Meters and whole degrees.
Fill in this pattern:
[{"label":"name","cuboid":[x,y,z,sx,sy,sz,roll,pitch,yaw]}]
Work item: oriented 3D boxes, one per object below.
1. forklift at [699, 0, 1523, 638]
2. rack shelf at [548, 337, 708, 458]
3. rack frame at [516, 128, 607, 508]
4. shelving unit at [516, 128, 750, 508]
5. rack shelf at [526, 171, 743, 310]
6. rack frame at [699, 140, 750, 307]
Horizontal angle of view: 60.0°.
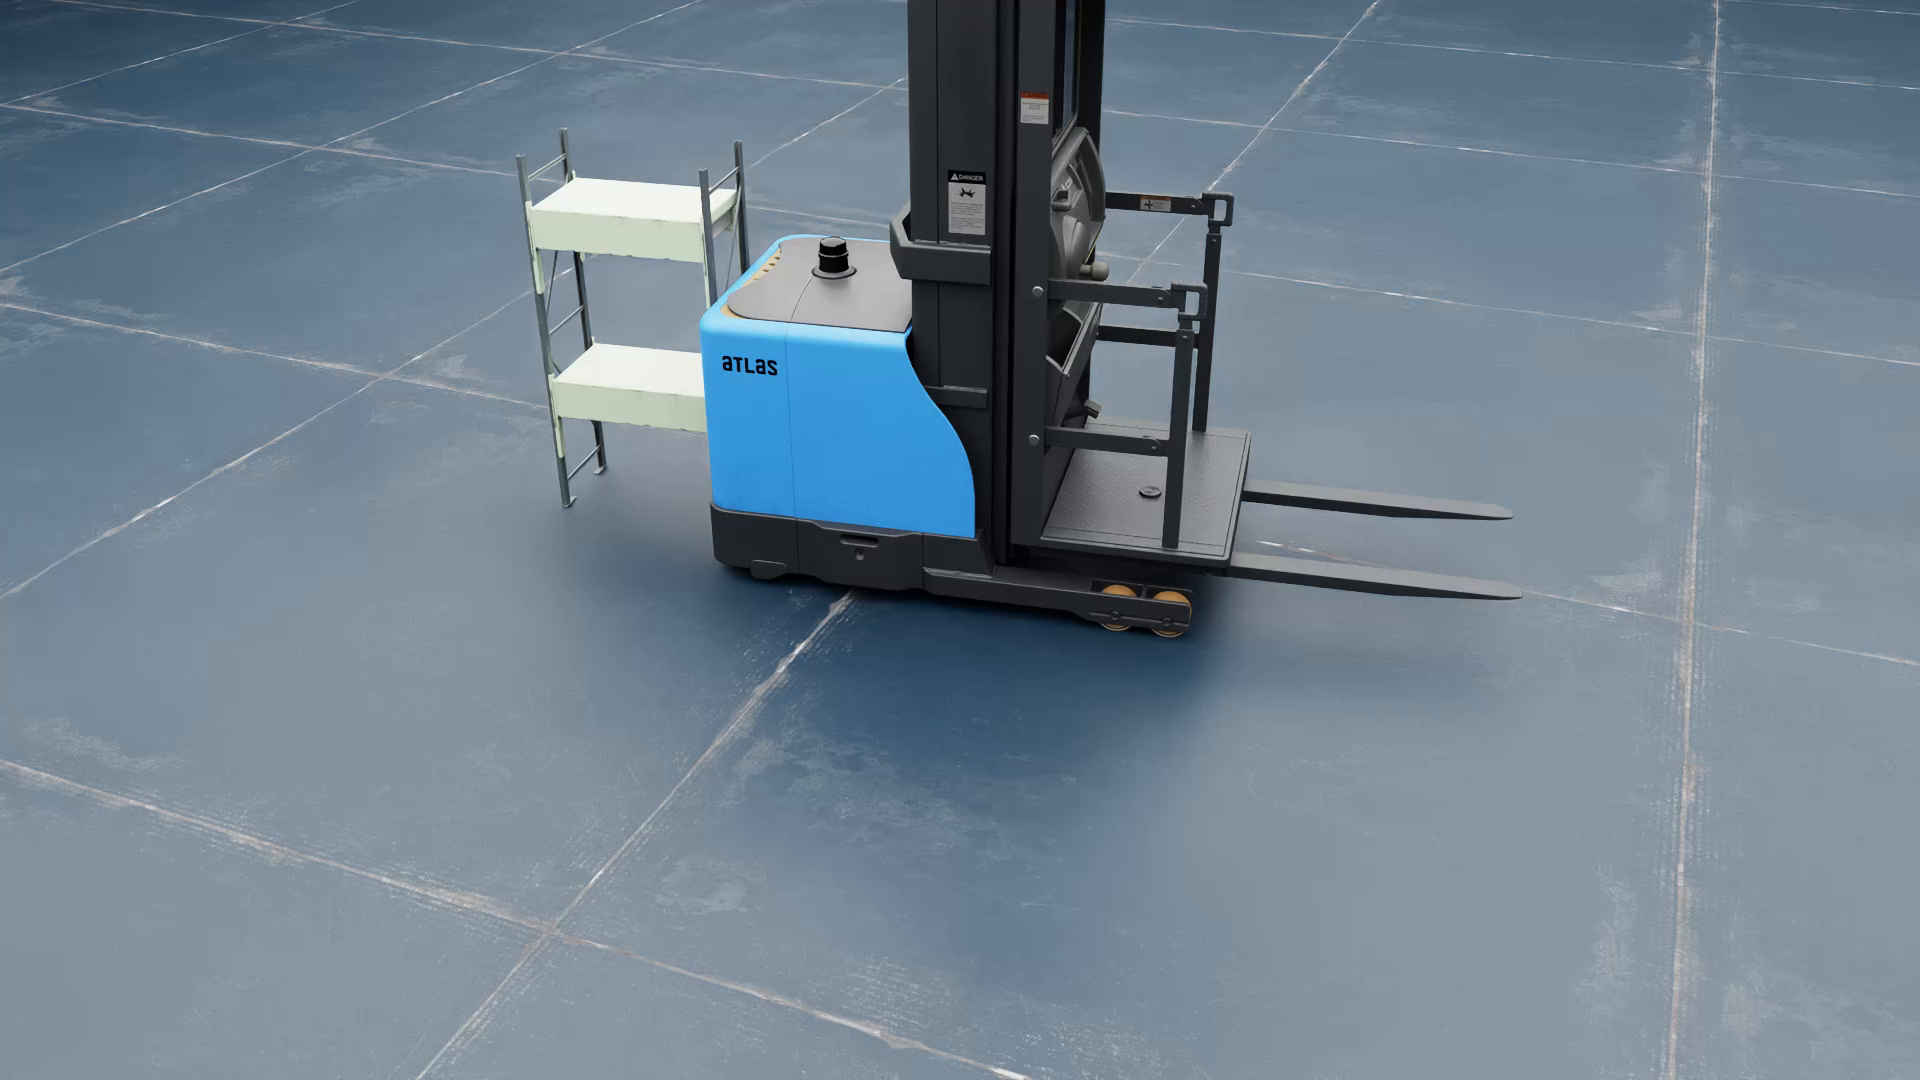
[{"label":"forklift","cuboid":[0.610,-1.206,5.905,3.031,2.935,1.130,7,30,11]},{"label":"rack shelf","cuboid":[-1.258,-0.558,6.876,0.720,0.370,0.431,7,30,12]},{"label":"rack frame","cuboid":[-1.614,-0.885,6.791,0.023,1.500,0.400,7,30,12]},{"label":"shelving unit","cuboid":[-1.258,-0.842,6.716,0.755,1.500,0.431,7,30,12]},{"label":"rack shelf","cuboid":[-1.258,-1.182,6.524,0.720,0.370,0.431,7,30,12]},{"label":"rack frame","cuboid":[-0.902,-0.800,6.641,0.023,1.500,0.400,7,30,12]}]
